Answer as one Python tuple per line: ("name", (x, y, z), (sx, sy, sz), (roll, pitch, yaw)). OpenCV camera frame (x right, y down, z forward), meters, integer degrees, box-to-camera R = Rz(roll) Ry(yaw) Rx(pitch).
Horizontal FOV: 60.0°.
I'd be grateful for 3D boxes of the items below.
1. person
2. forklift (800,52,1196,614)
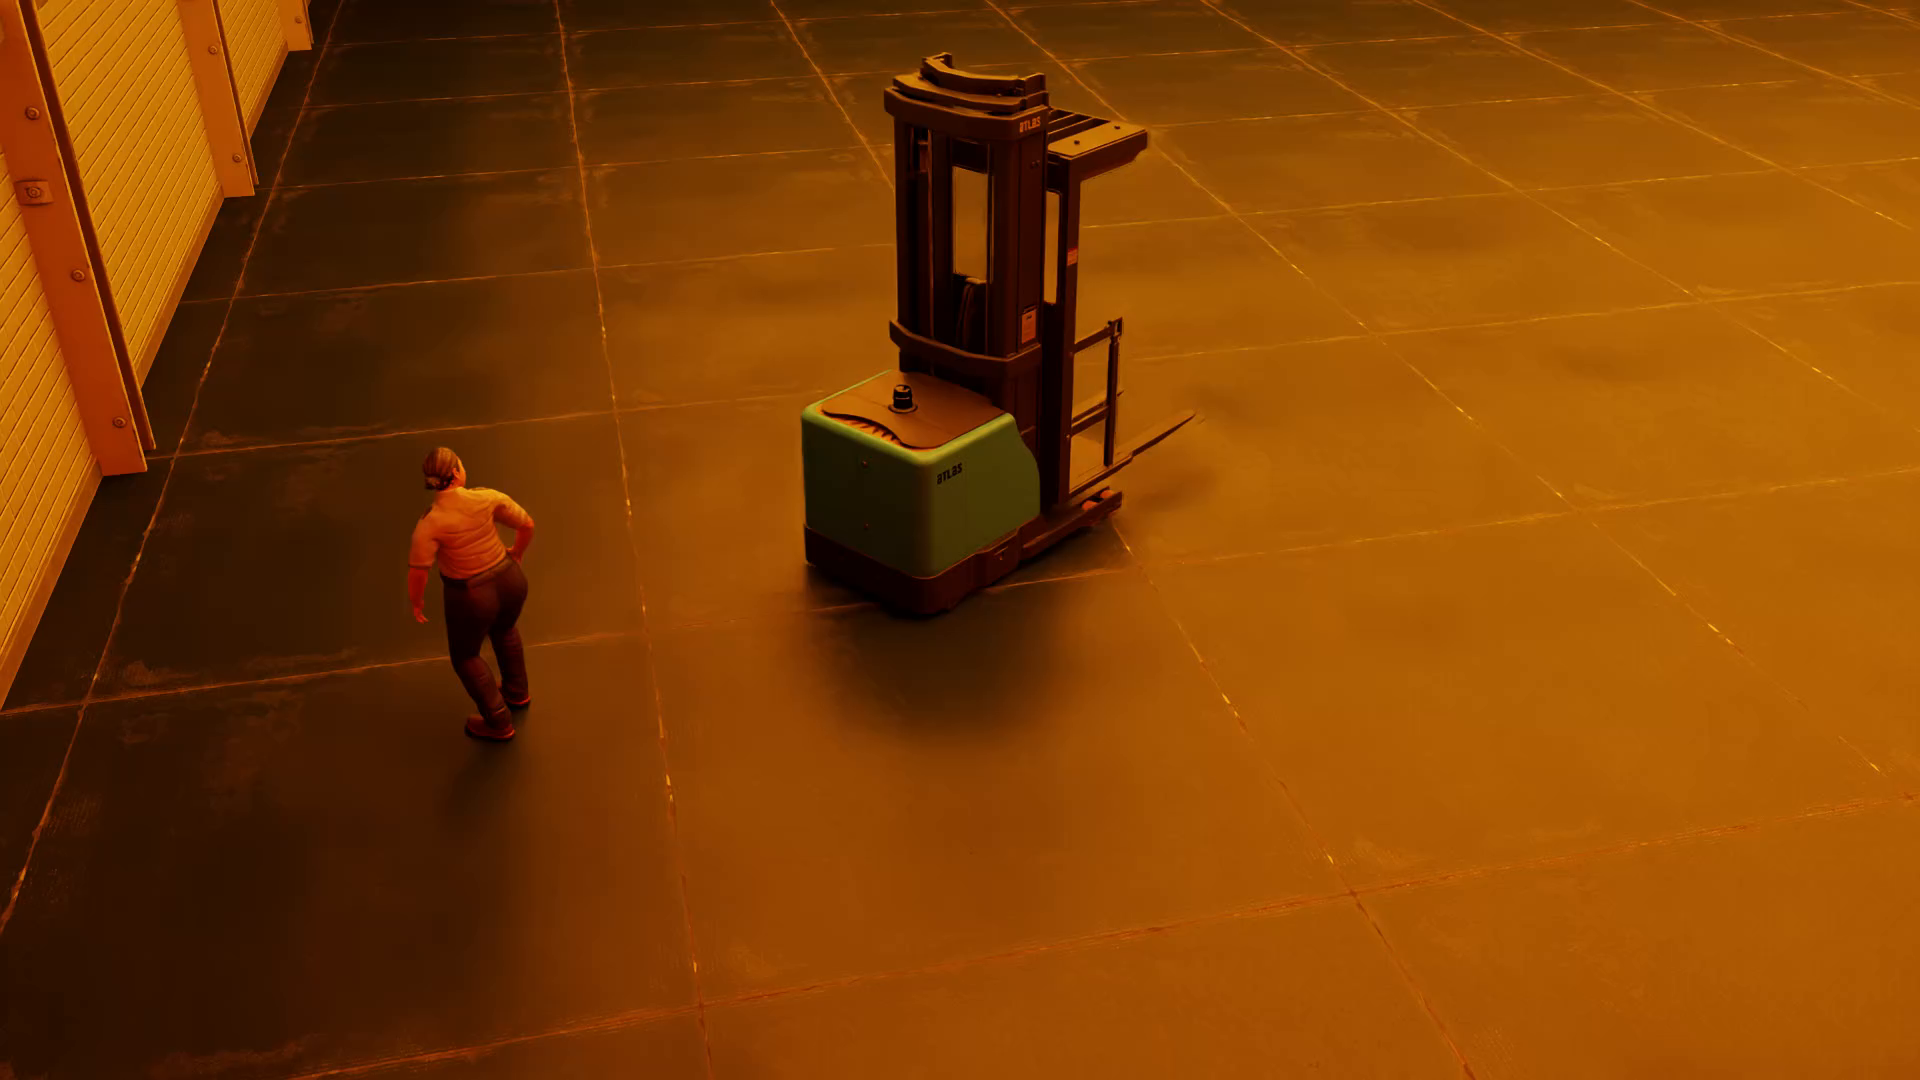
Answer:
("person", (-2.502, 0.261, 8.444), (0.485, 1.617, 0.675), (24, 38, 35))
("forklift", (0.399, -1.500, 10.166), (1.130, 2.935, 3.031), (24, 37, 35))
